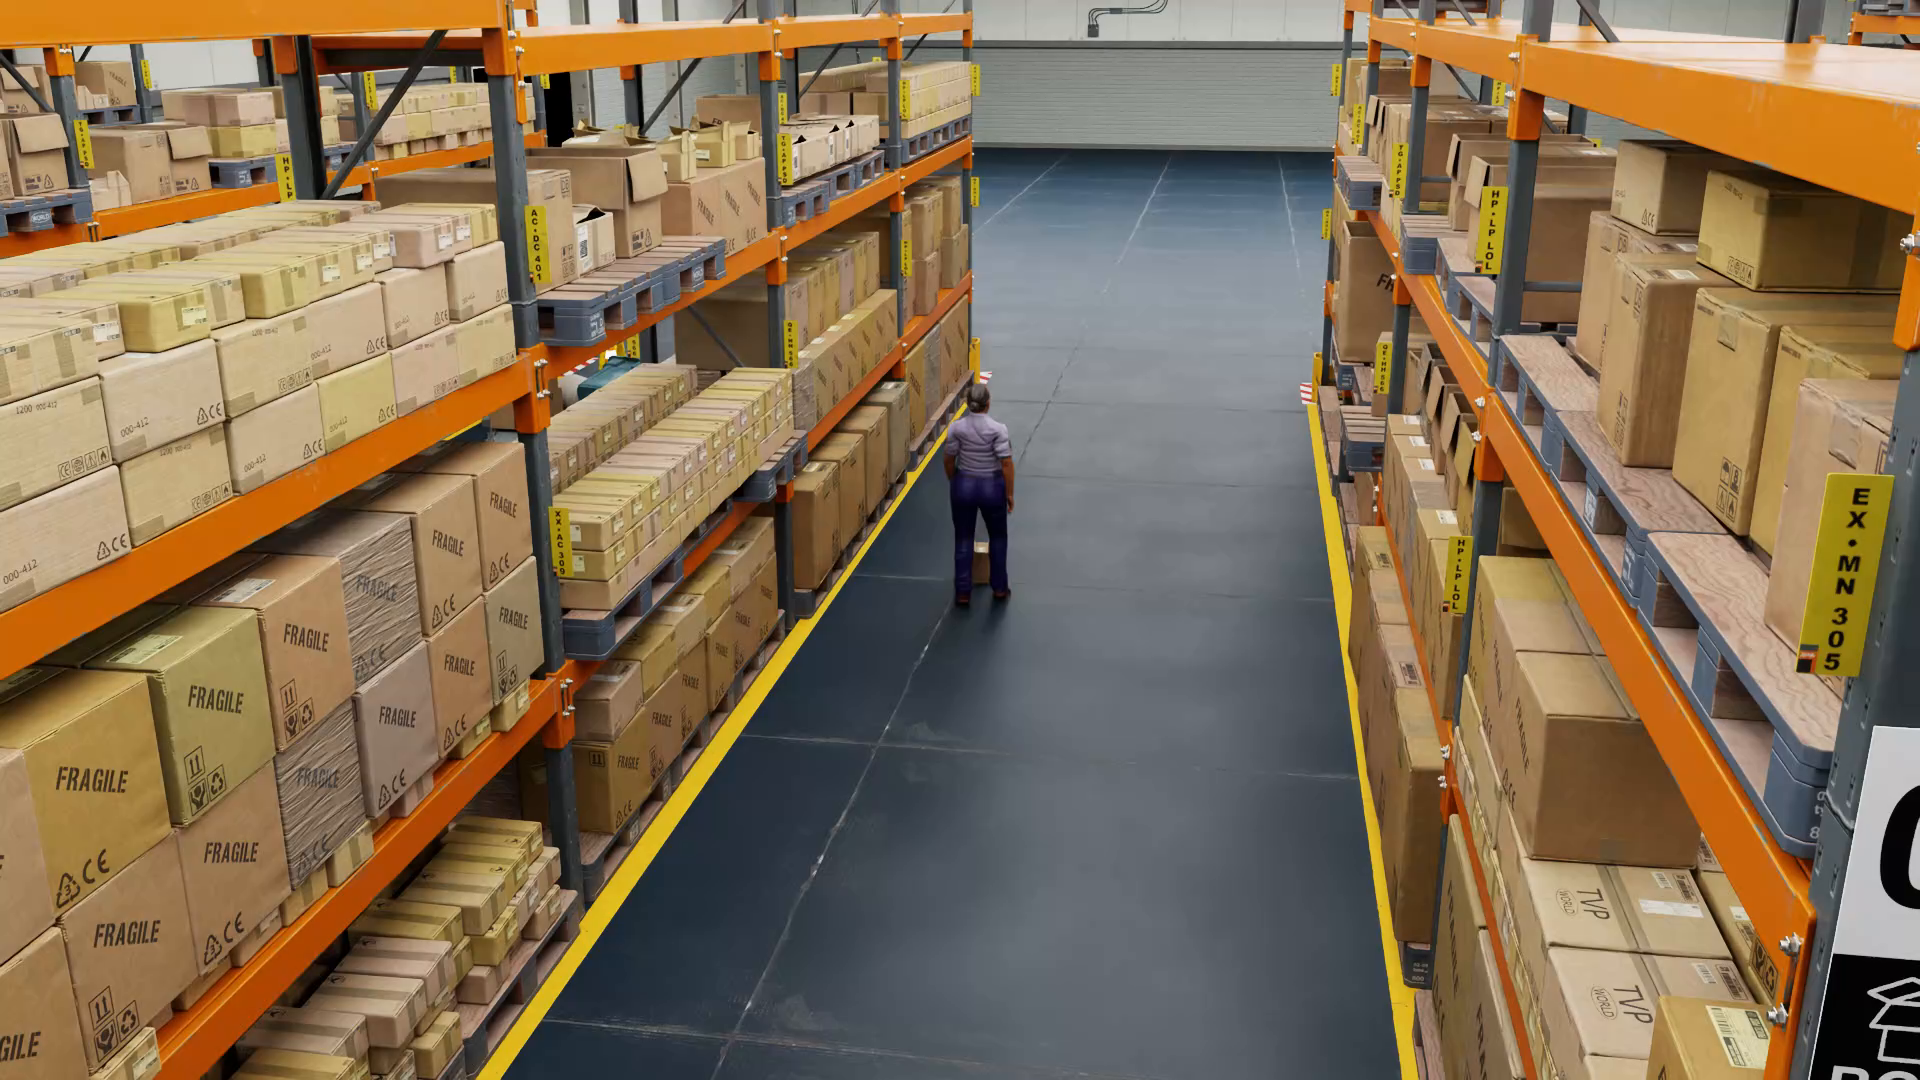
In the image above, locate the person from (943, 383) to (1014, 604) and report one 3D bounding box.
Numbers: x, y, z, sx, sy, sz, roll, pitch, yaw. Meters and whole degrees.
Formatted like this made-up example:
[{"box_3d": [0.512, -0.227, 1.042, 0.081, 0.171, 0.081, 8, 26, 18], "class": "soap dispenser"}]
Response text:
[{"box_3d": [0.146, -0.350, 12.159, 0.528, 1.671, 0.485, 2, 18, 8], "class": "person"}]
